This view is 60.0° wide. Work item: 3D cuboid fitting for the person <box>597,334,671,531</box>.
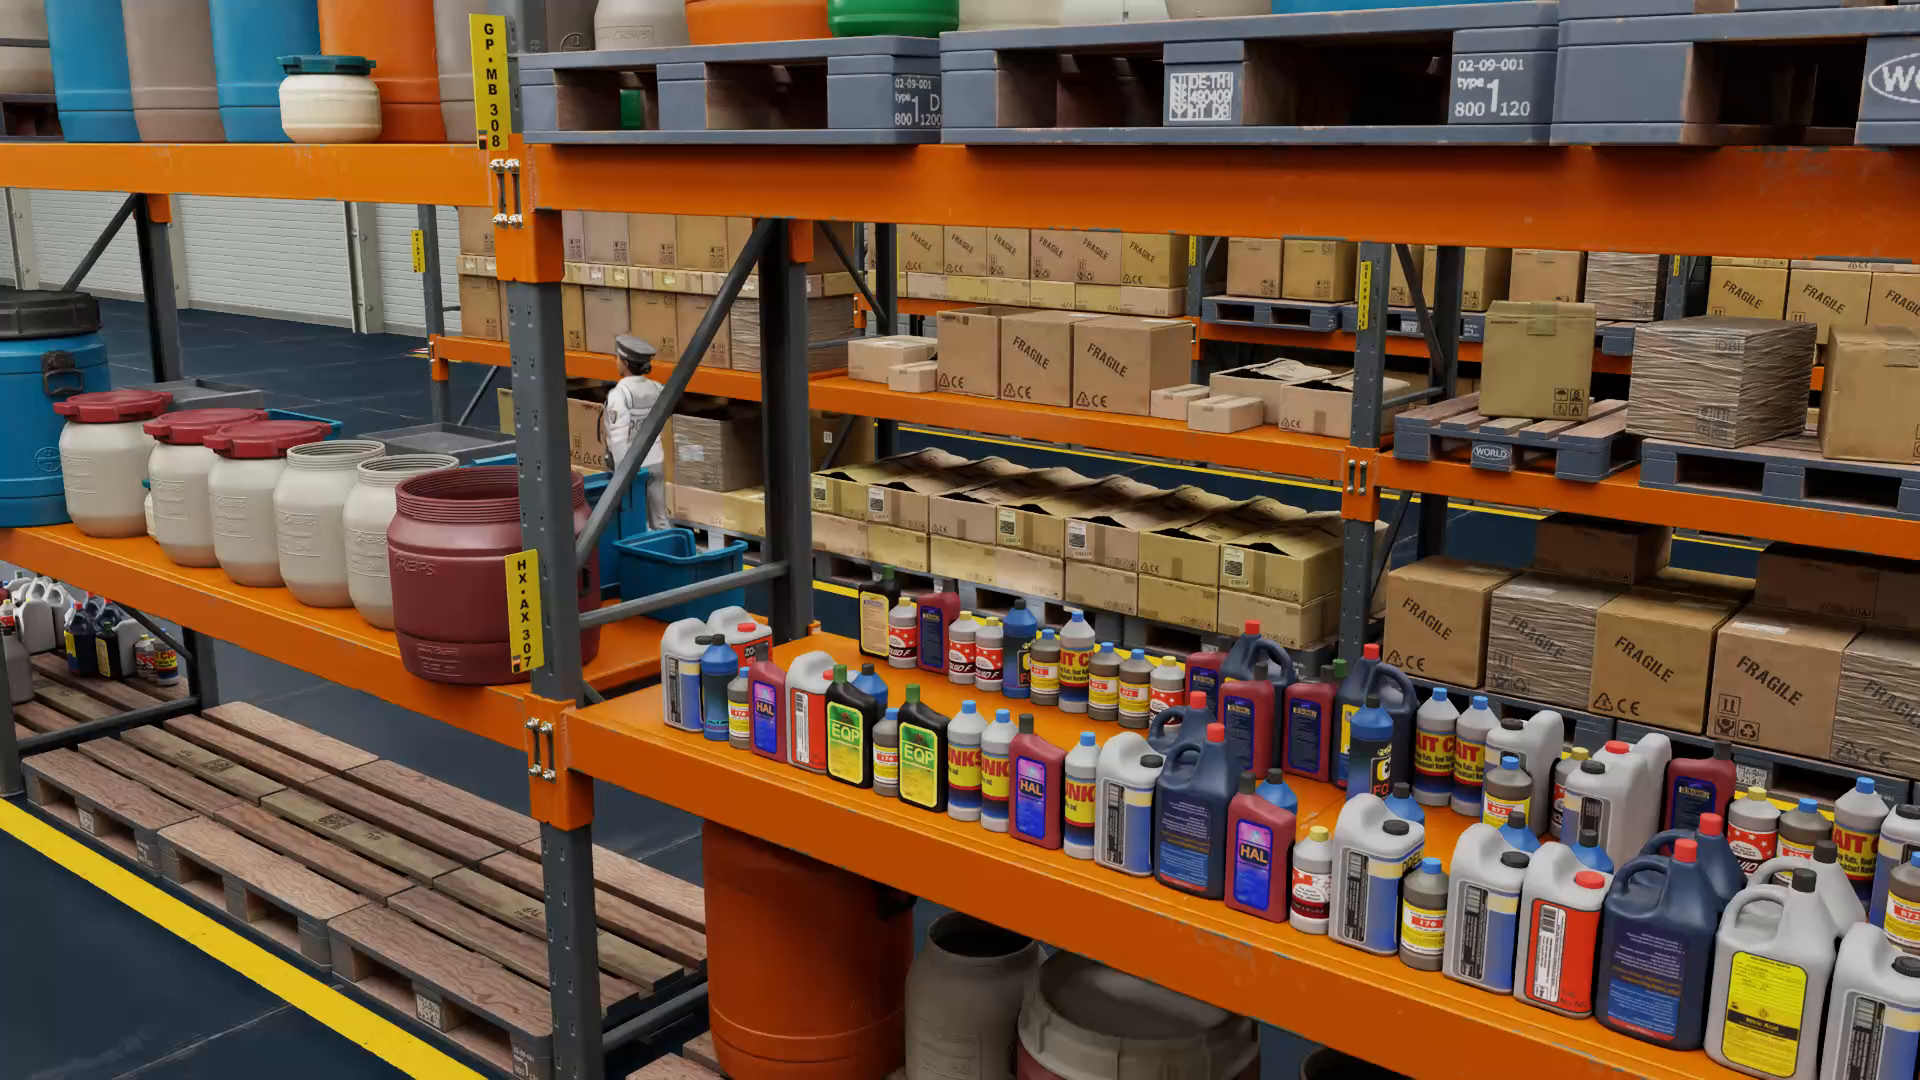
[{"bbox_3d":[-2.076,-0.472,10.358,0.953,1.636,0.499,11,17,38],"label":"person"}]
